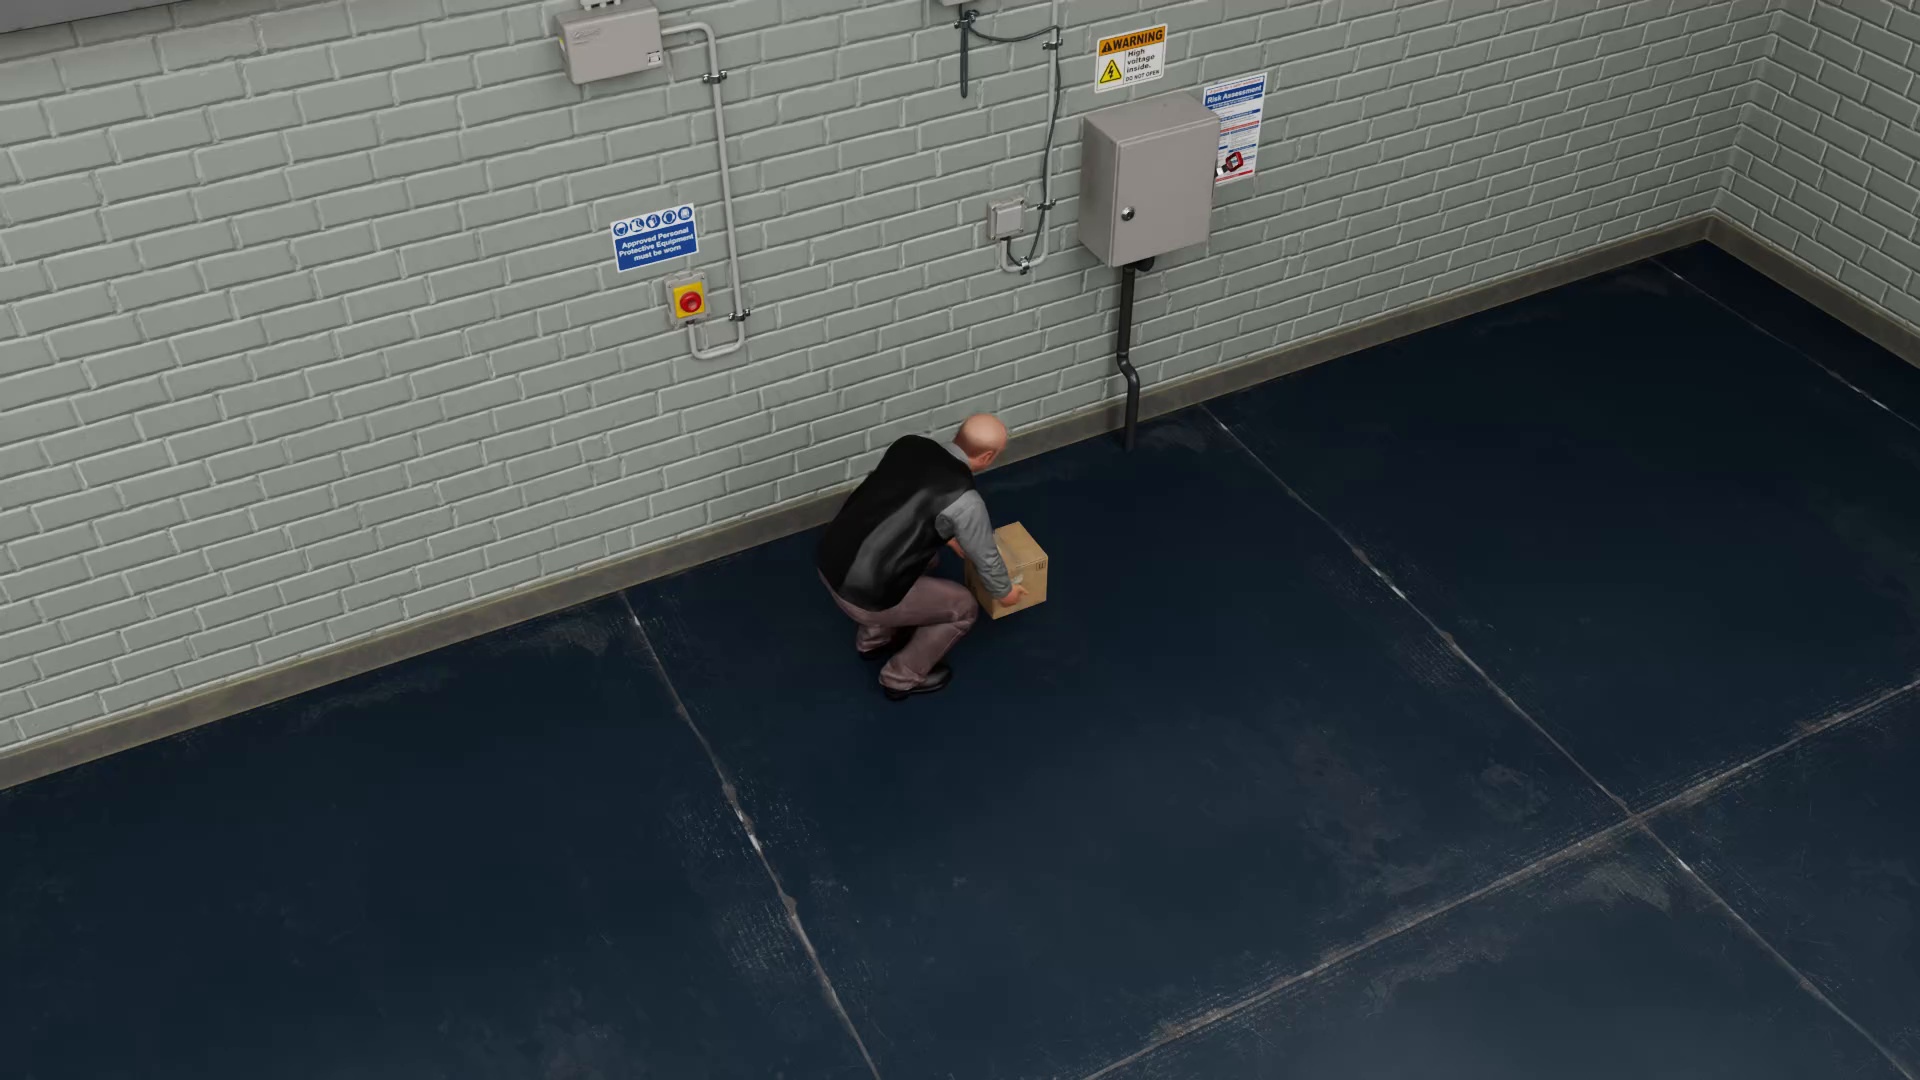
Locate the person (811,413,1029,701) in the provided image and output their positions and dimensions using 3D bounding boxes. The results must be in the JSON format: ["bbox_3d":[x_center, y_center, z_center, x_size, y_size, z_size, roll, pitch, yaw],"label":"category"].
[{"bbox_3d":[-0.179,0.054,6.588,0.824,1.104,0.560,-19,44,-20],"label":"person"}]
